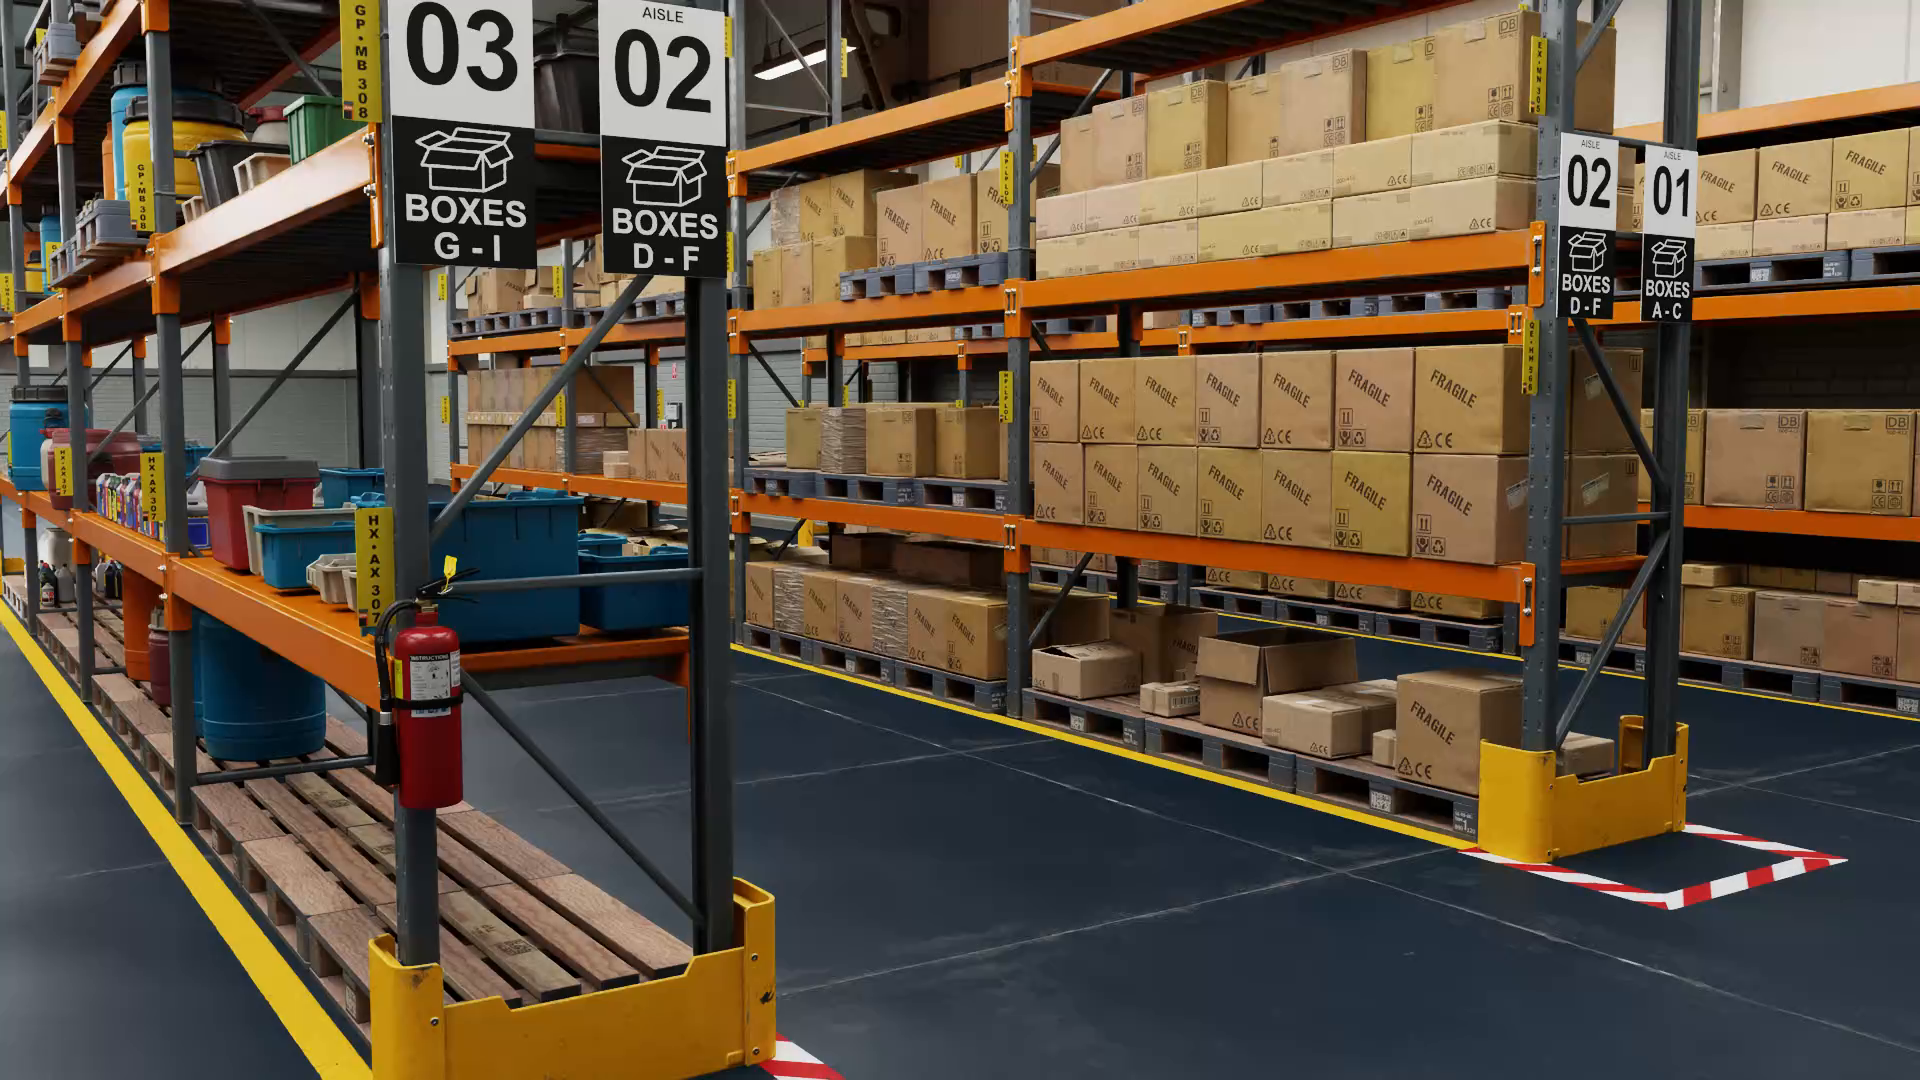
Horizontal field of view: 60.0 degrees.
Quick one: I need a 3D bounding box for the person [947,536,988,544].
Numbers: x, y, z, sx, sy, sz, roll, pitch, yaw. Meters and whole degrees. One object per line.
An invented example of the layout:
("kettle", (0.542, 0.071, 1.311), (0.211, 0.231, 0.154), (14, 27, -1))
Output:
("person", (0.040, -0.099, 15.646), (0.611, 1.710, 0.614), (2, 5, 22))
